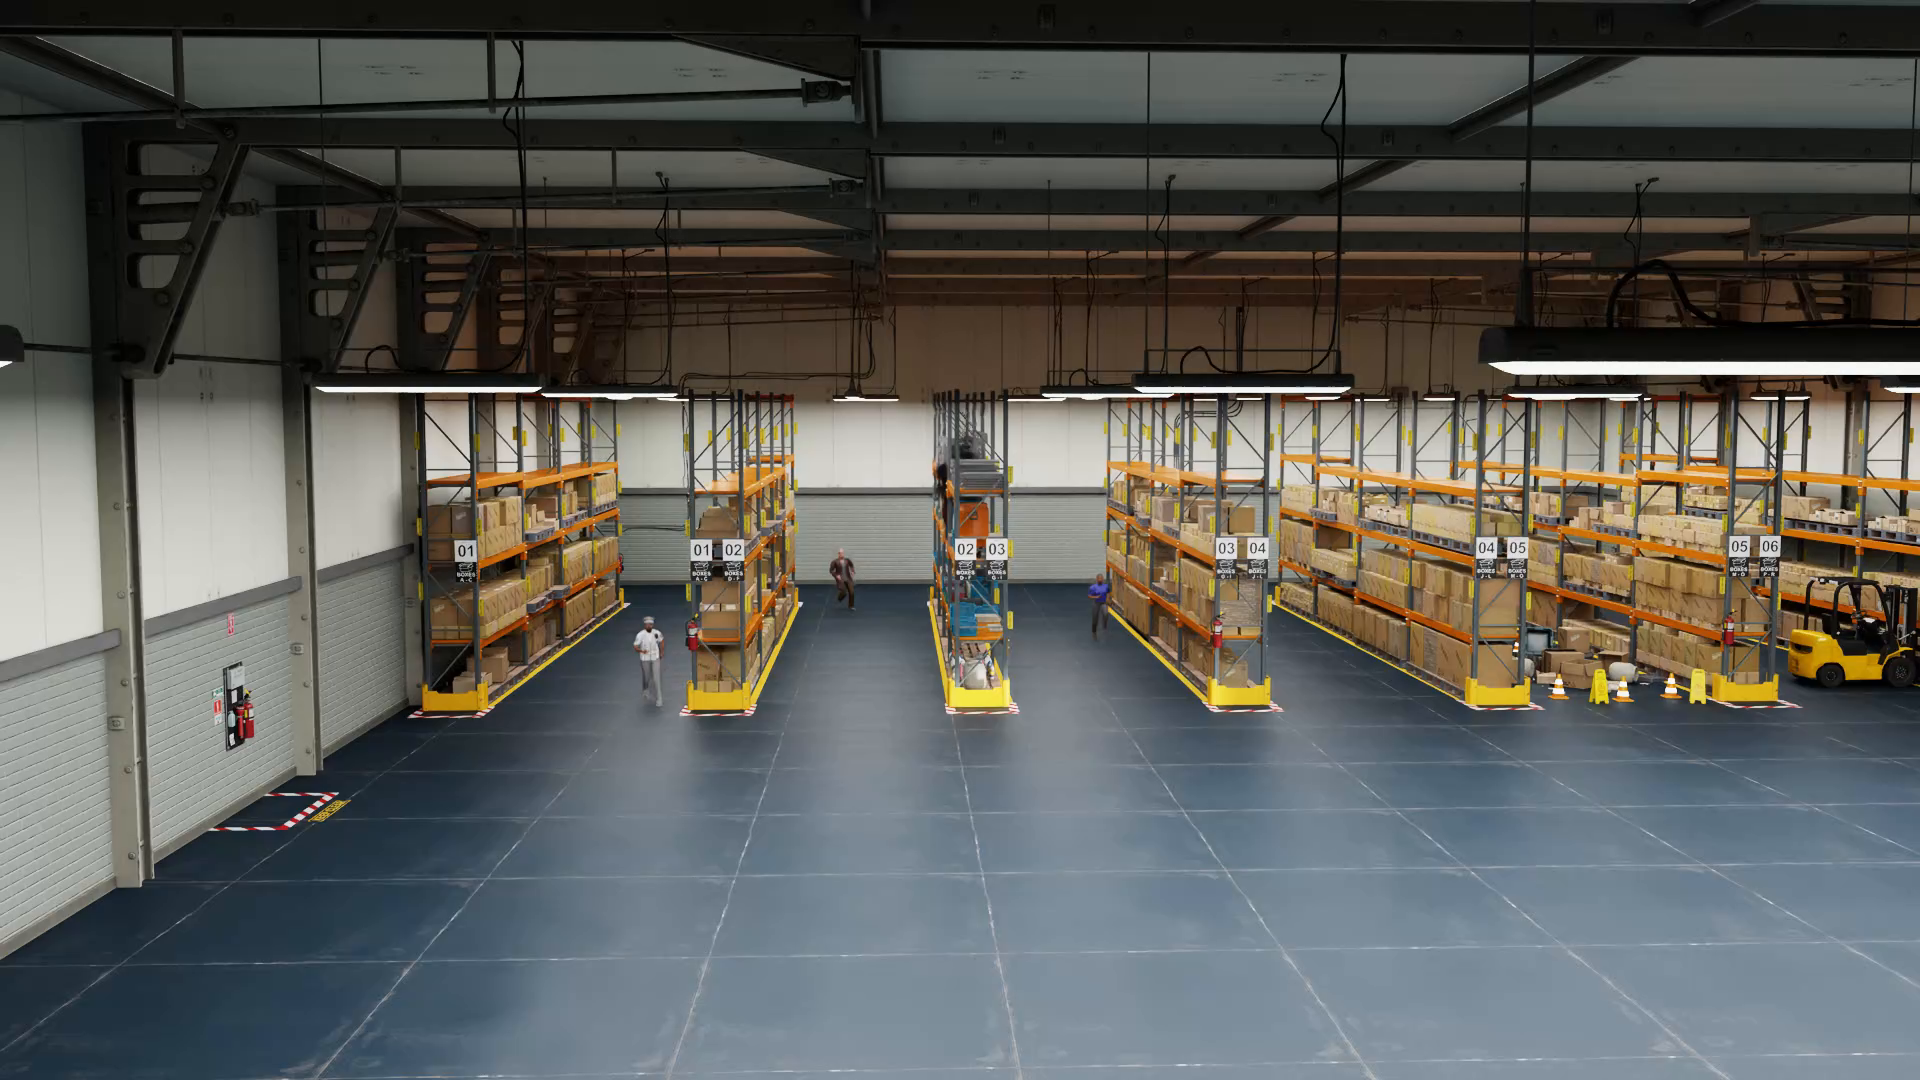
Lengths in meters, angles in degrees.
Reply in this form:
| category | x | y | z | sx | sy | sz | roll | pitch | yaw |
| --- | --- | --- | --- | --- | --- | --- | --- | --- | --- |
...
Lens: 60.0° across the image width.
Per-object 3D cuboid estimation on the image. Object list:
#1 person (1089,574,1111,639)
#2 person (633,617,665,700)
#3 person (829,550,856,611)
| category | x | y | z | sx | sy | sz | roll | pitch | yaw |
| --- | --- | --- | --- | --- | --- | --- | --- | --- | --- |
| person | 3.357 | 1.607 | 39.869 | 0.575 | 1.610 | 0.938 | 0 | 5 | -4 |
| person | -5.911 | 2.233 | 31.648 | 0.619 | 1.590 | 0.777 | -2 | 5 | -19 |
| person | -3.264 | 1.115 | 46.309 | 0.725 | 1.703 | 0.628 | -2 | 5 | -20 |
